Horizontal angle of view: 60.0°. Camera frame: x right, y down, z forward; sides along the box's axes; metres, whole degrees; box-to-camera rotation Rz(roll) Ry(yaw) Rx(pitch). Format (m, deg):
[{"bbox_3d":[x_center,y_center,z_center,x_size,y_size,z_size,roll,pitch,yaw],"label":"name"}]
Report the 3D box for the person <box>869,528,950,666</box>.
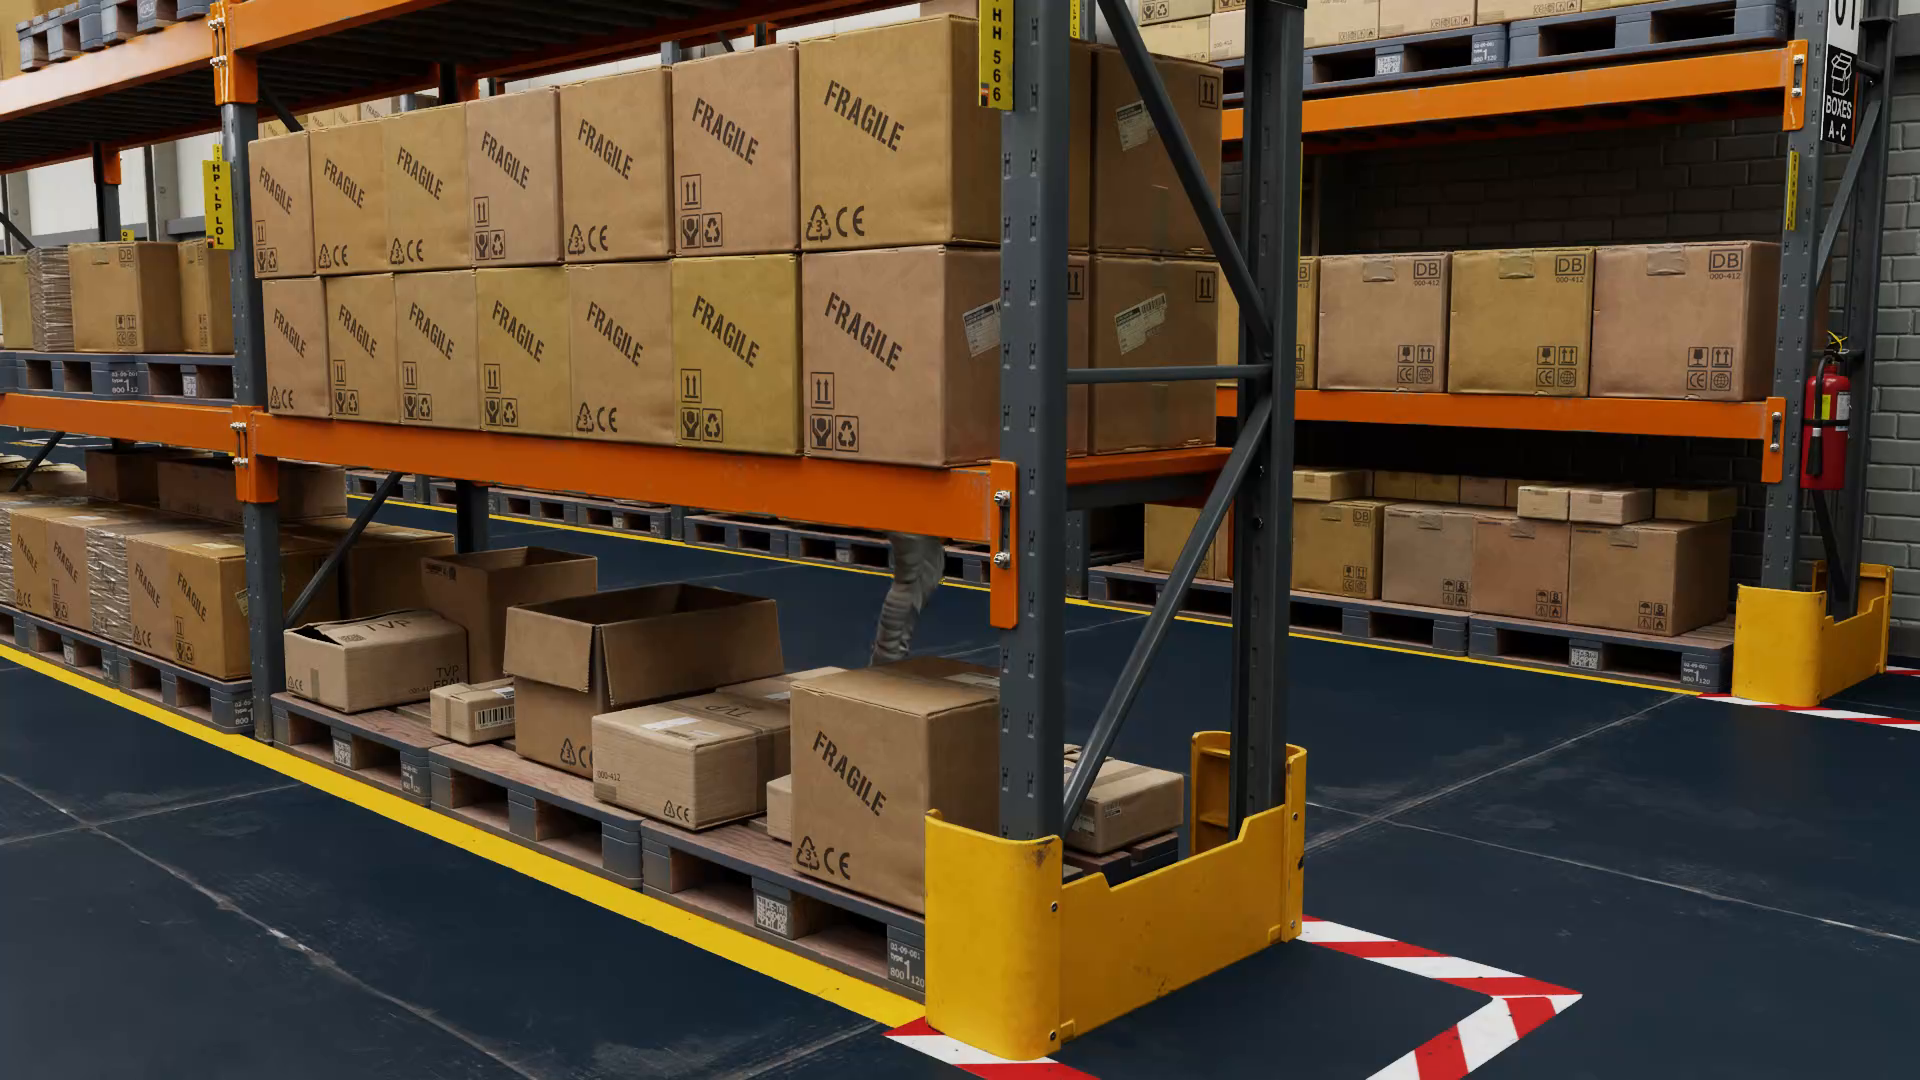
[{"bbox_3d":[-0.196,-0.161,7.430,0.511,1.647,0.527,-5,9,-33],"label":"person"}]
